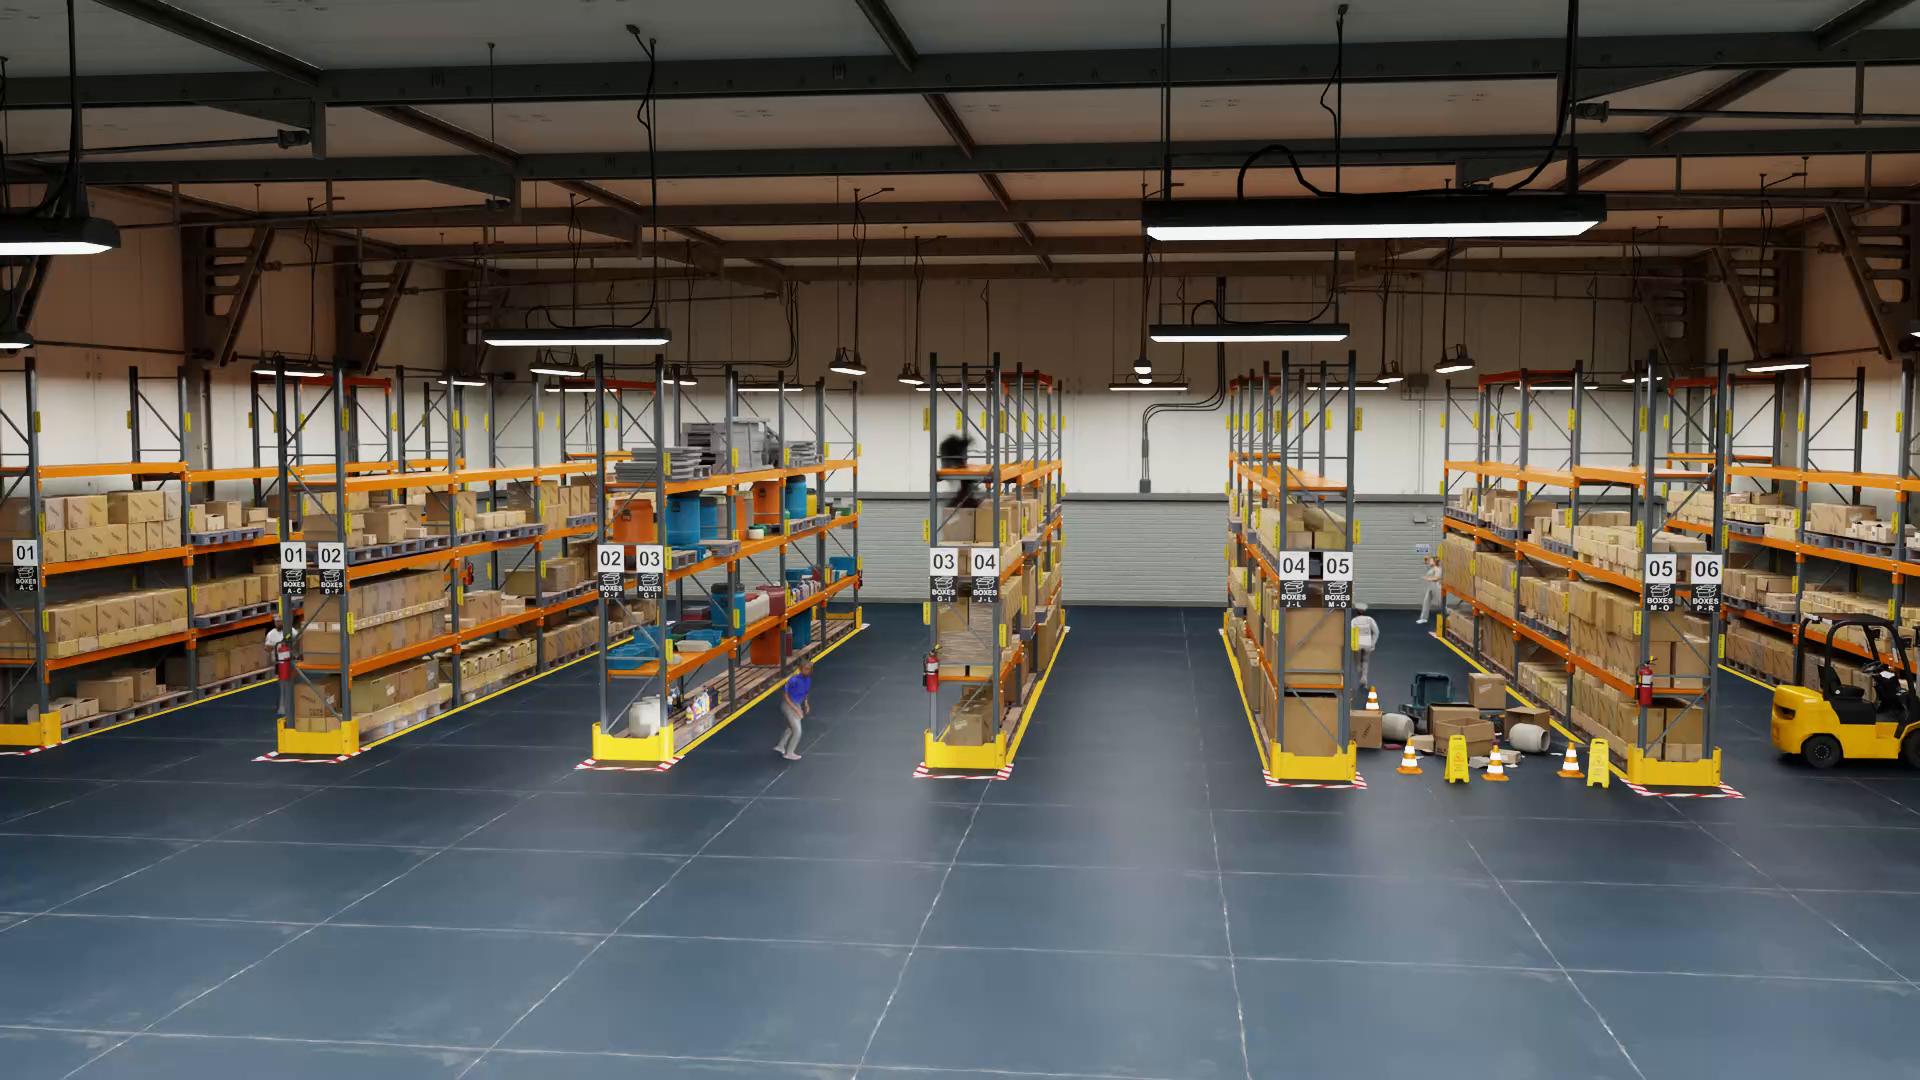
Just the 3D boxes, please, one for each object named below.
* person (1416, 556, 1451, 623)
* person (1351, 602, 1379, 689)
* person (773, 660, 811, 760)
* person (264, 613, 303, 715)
[{"bbox_3d":[11.754,1.230,41.129,0.966,1.657,0.571,0,4,-7],"label":"person"},{"bbox_3d":[7.556,1.990,31.215,0.625,1.627,0.519,0,4,5],"label":"person"},{"bbox_3d":[-2.501,2.504,24.732,0.801,1.520,0.607,2,4,24],"label":"person"},{"bbox_3d":[-11.721,2.120,28.859,0.568,1.741,0.898,0,4,1],"label":"person"}]
